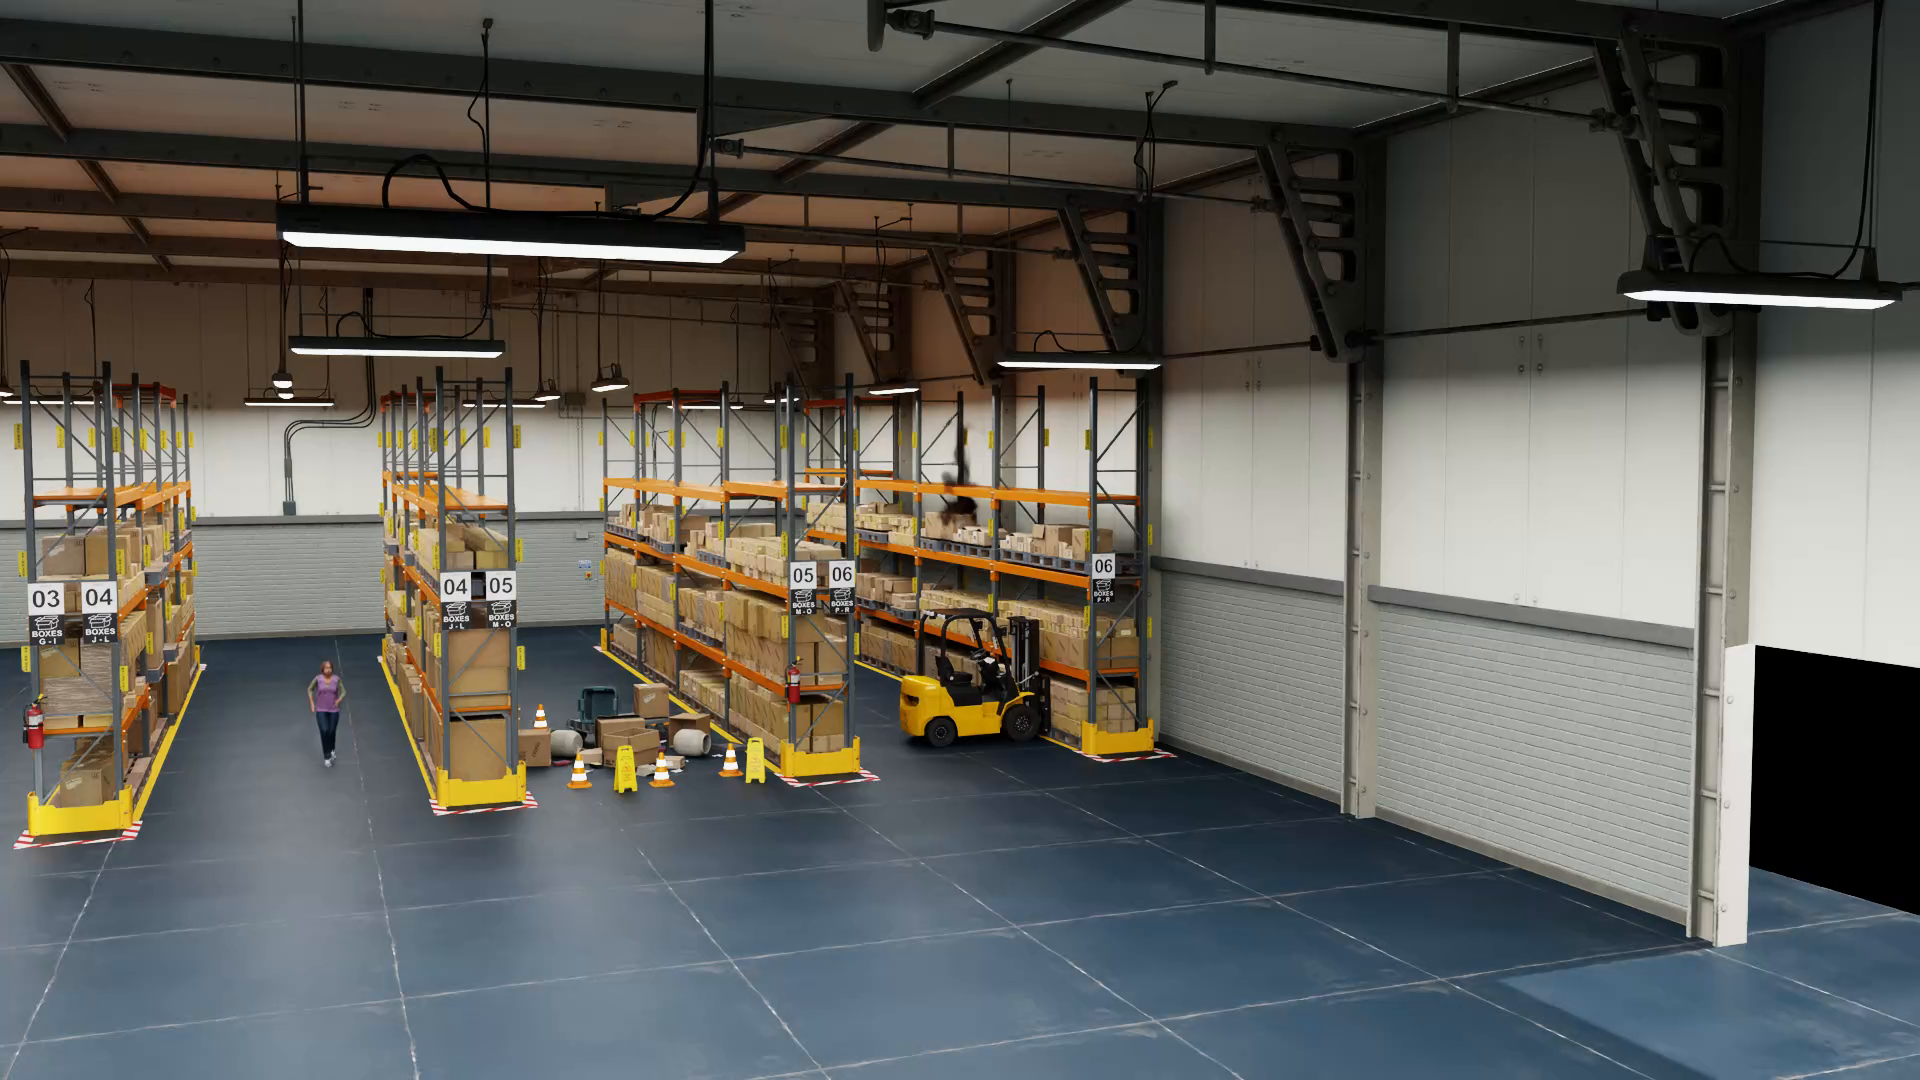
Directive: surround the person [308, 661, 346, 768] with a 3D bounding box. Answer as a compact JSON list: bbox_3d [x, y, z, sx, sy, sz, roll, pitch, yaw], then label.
[{"bbox_3d":[-9.764,2.672,25.680,0.542,1.640,0.732,-2,4,-26],"label":"person"}]
